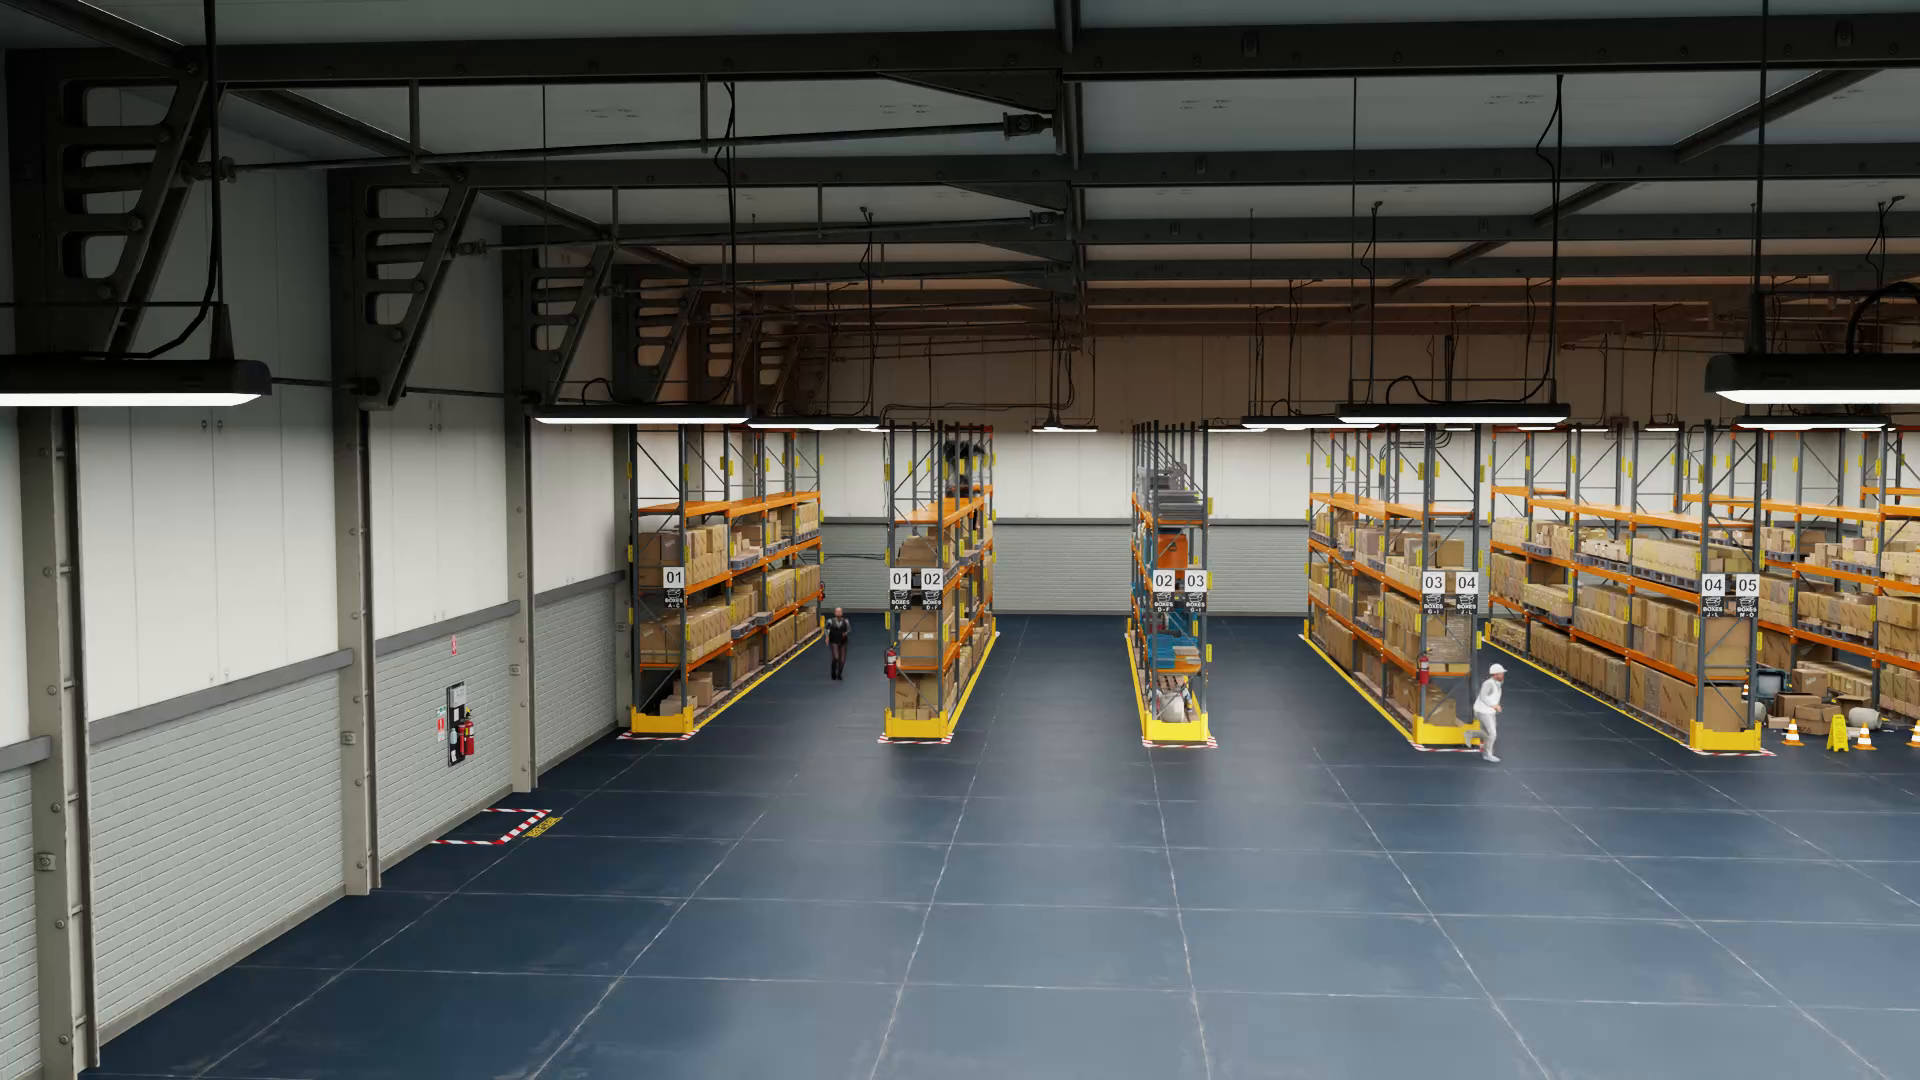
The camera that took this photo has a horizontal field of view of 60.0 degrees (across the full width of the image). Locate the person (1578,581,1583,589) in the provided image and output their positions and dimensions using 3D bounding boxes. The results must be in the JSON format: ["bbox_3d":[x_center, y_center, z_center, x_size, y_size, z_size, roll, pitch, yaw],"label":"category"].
[{"bbox_3d":[16.695,1.999,44.913,0.674,1.800,0.961,0,4,-5],"label":"person"}]

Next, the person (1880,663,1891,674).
[{"bbox_3d":[21.572,2.424,38.823,0.620,1.725,0.856,0,4,4],"label":"person"}]

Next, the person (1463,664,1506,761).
[{"bbox_3d":[9.236,3.024,29.292,0.761,1.718,0.641,3,5,40],"label":"person"}]

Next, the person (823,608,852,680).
[{"bbox_3d":[-2.824,2.418,38.644,0.637,1.690,0.659,-1,4,-16],"label":"person"}]
